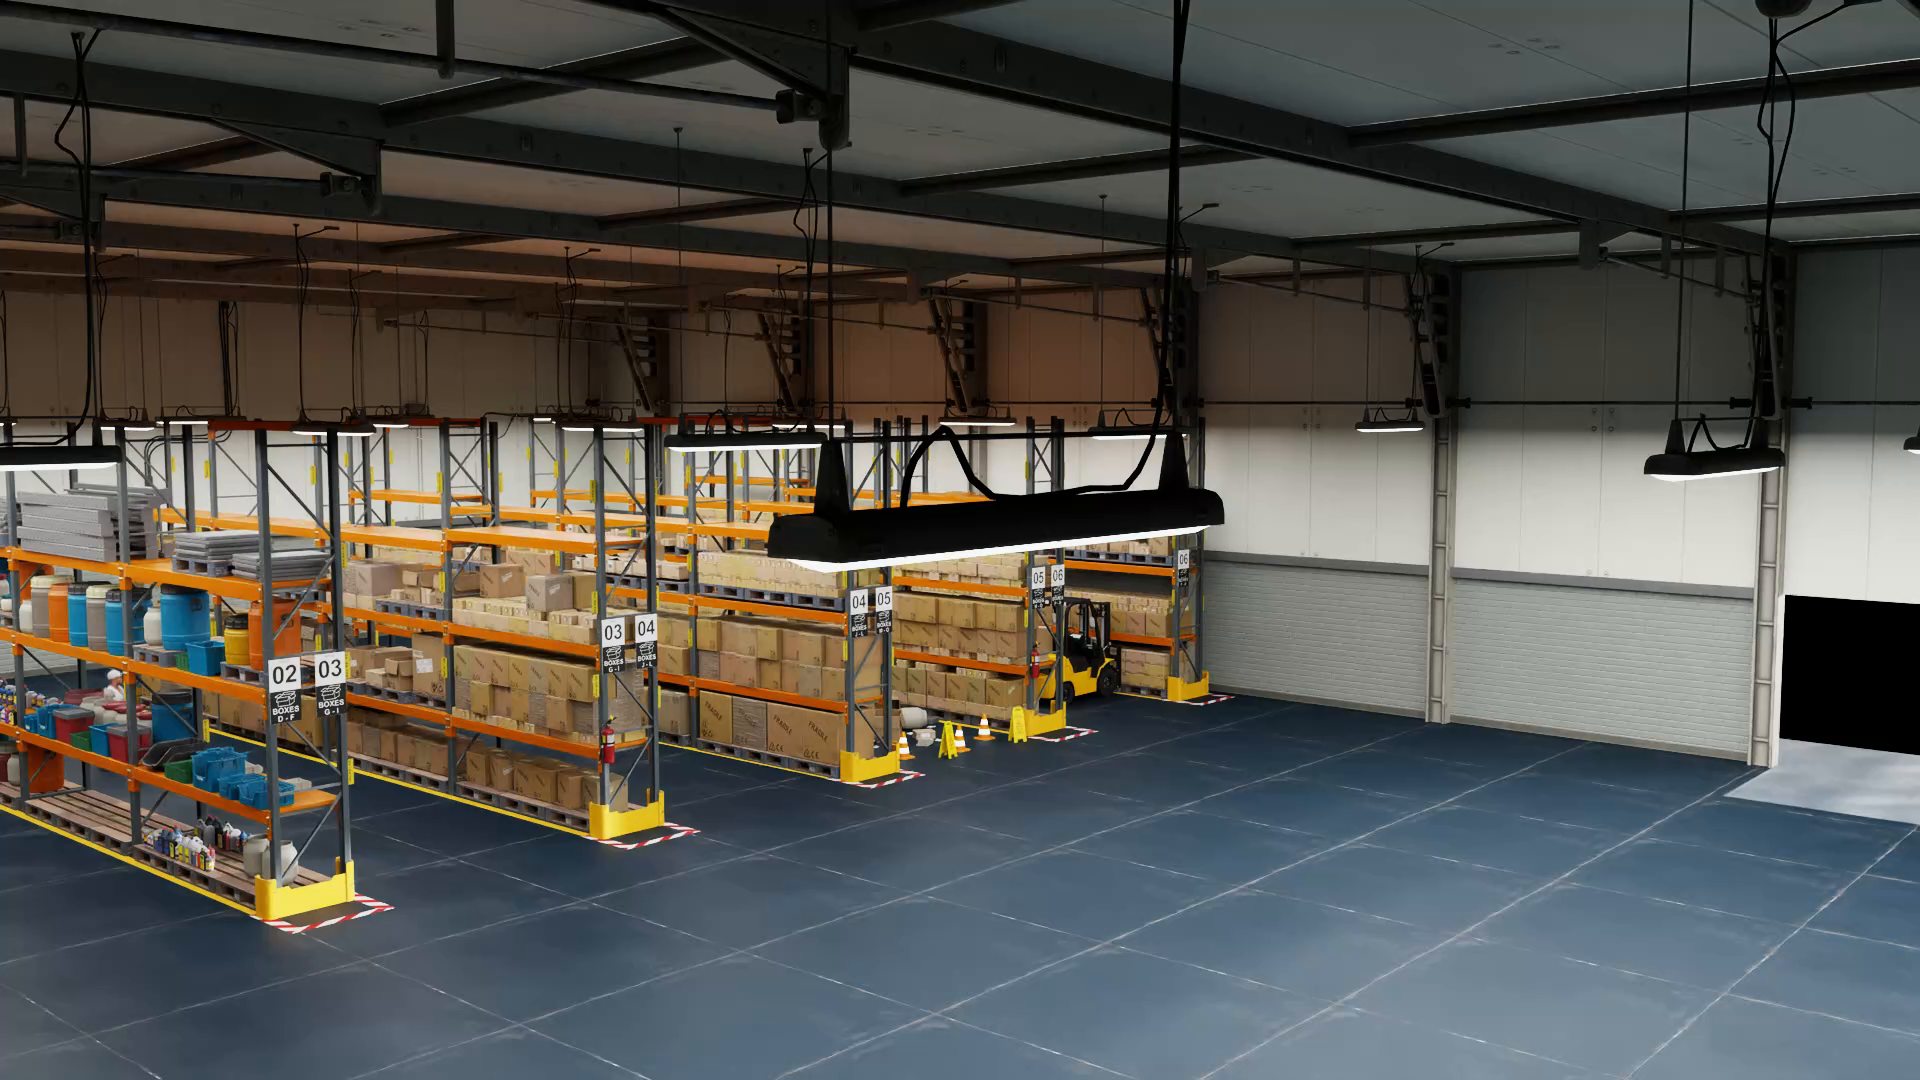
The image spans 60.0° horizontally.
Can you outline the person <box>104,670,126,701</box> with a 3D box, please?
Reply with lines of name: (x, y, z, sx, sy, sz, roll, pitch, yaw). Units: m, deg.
person: (-14.370, 3.086, 28.394, 1.019, 1.740, 0.478, 3, 6, 35)
